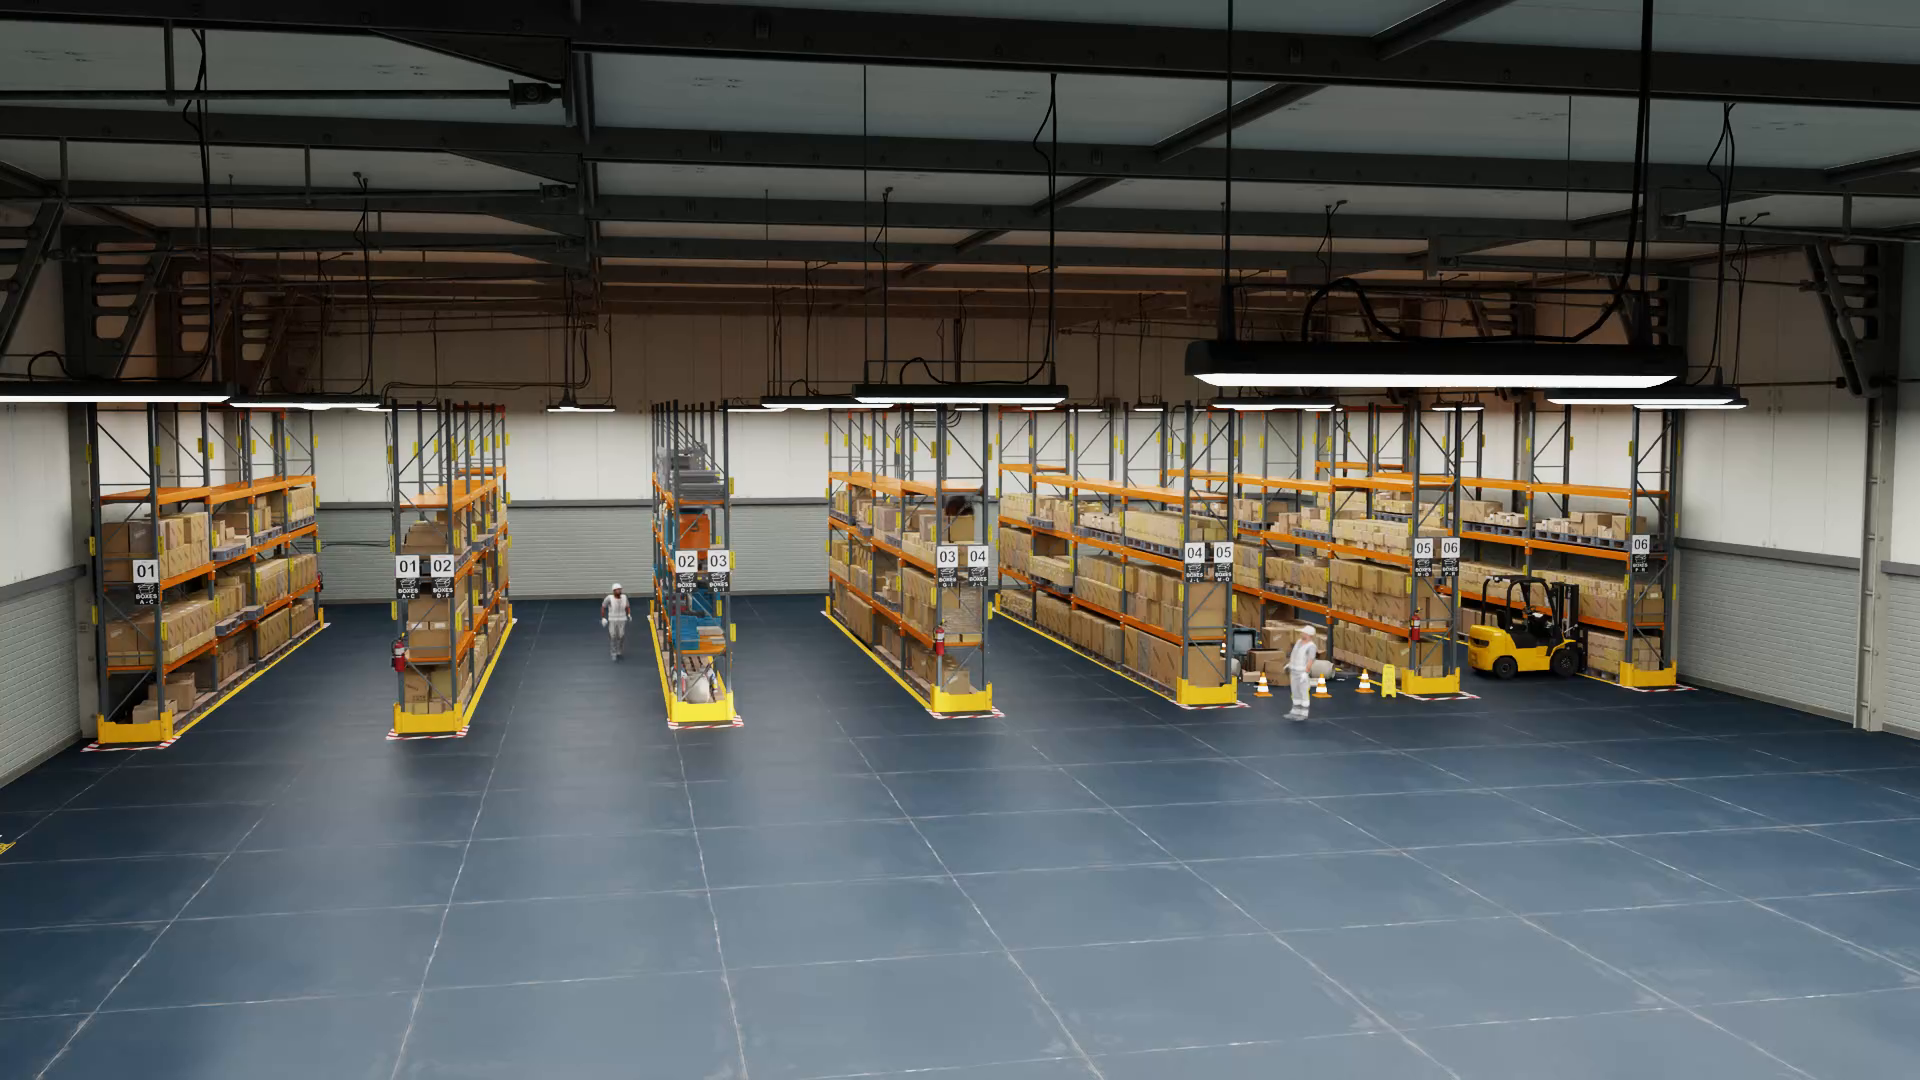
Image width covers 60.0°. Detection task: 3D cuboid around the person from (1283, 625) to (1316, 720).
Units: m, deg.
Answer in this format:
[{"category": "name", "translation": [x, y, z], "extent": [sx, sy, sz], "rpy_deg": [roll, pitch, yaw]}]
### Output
[{"category": "person", "translation": [6.349, 2.481, 31.230], "extent": [0.446, 1.781, 0.686], "rpy_deg": [-3, 5, -35]}]

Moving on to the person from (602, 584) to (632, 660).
[{"category": "person", "translation": [-8.084, 1.935, 39.165], "extent": [0.672, 1.828, 0.852], "rpy_deg": [-1, 4, -14]}]

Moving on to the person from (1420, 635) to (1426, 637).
[{"category": "person", "translation": [10.622, 1.980, 38.415], "extent": [0.408, 1.736, 0.596], "rpy_deg": [1, 4, 15]}]
